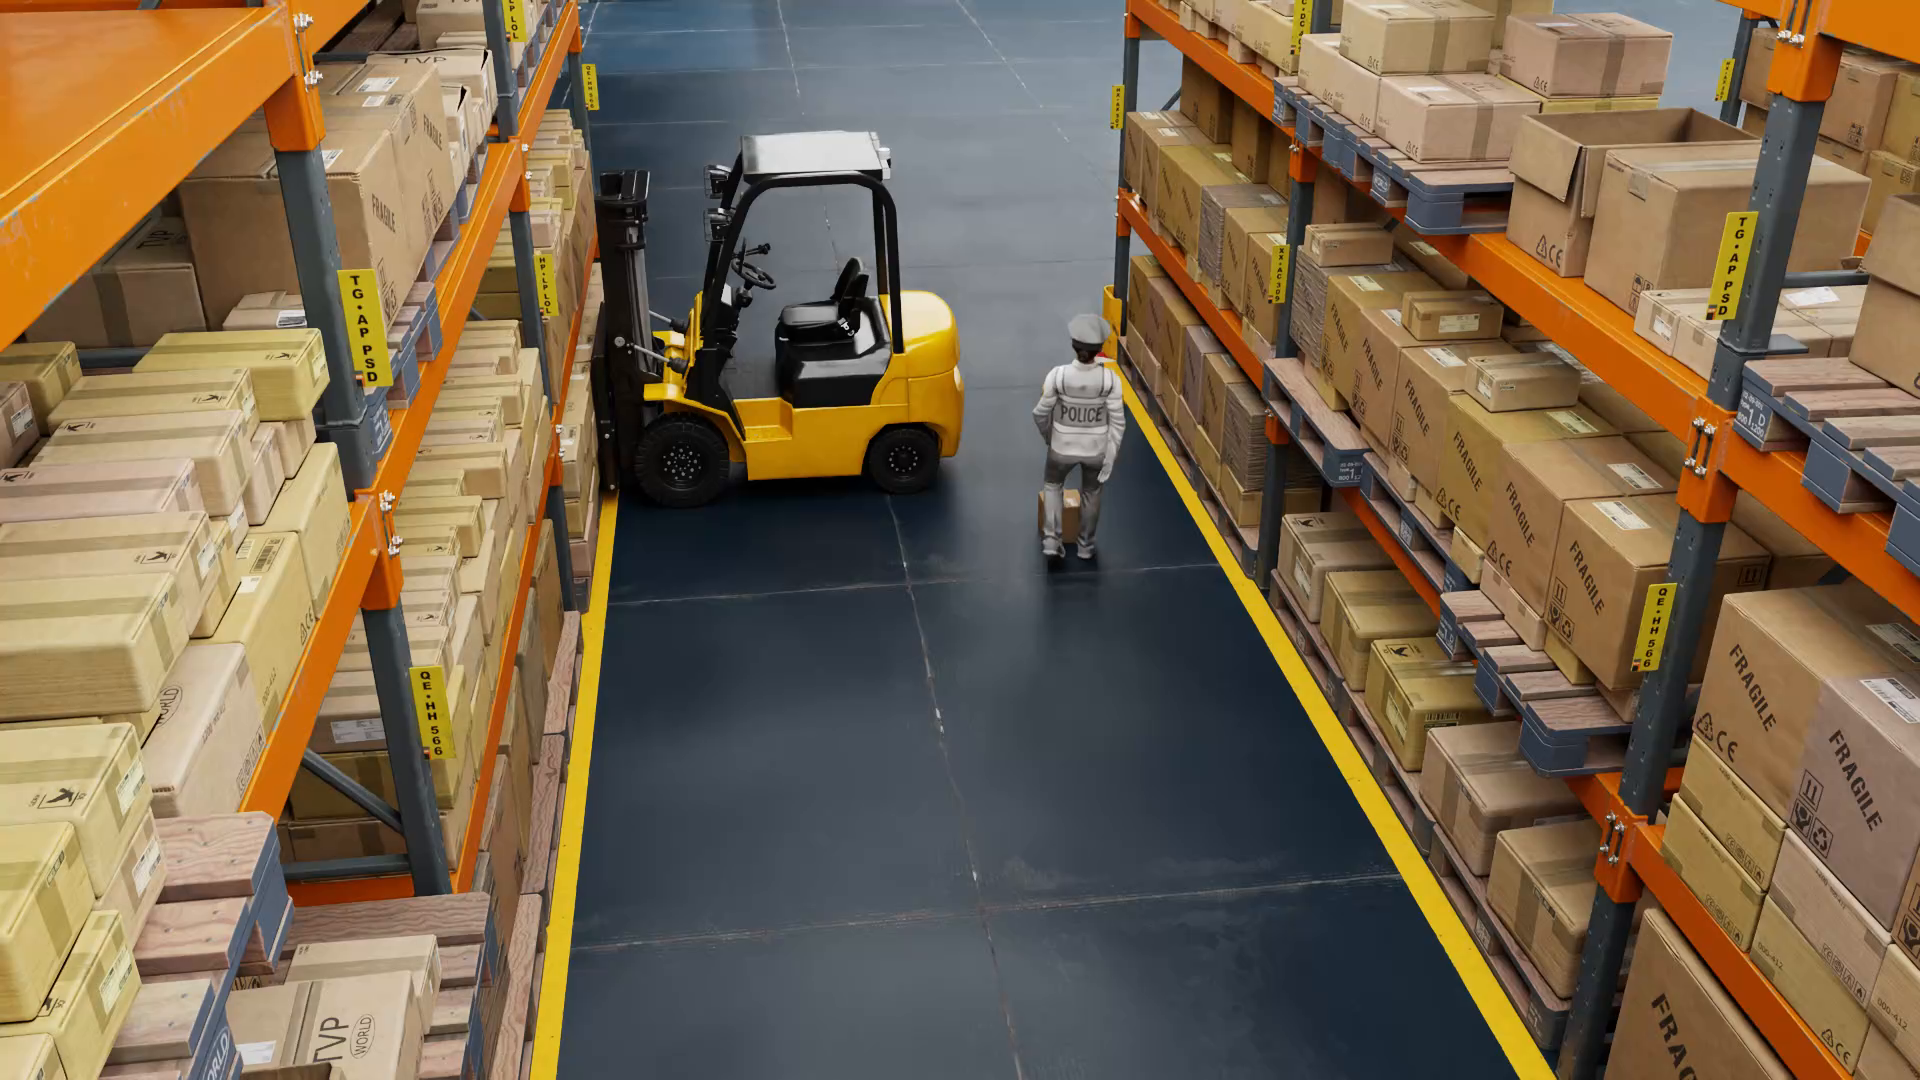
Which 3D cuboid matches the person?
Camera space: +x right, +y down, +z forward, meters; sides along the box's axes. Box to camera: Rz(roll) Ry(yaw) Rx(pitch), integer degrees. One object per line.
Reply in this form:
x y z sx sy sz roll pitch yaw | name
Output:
0.690 -0.568 9.776 0.538 1.668 0.622 2 27 3 | person
